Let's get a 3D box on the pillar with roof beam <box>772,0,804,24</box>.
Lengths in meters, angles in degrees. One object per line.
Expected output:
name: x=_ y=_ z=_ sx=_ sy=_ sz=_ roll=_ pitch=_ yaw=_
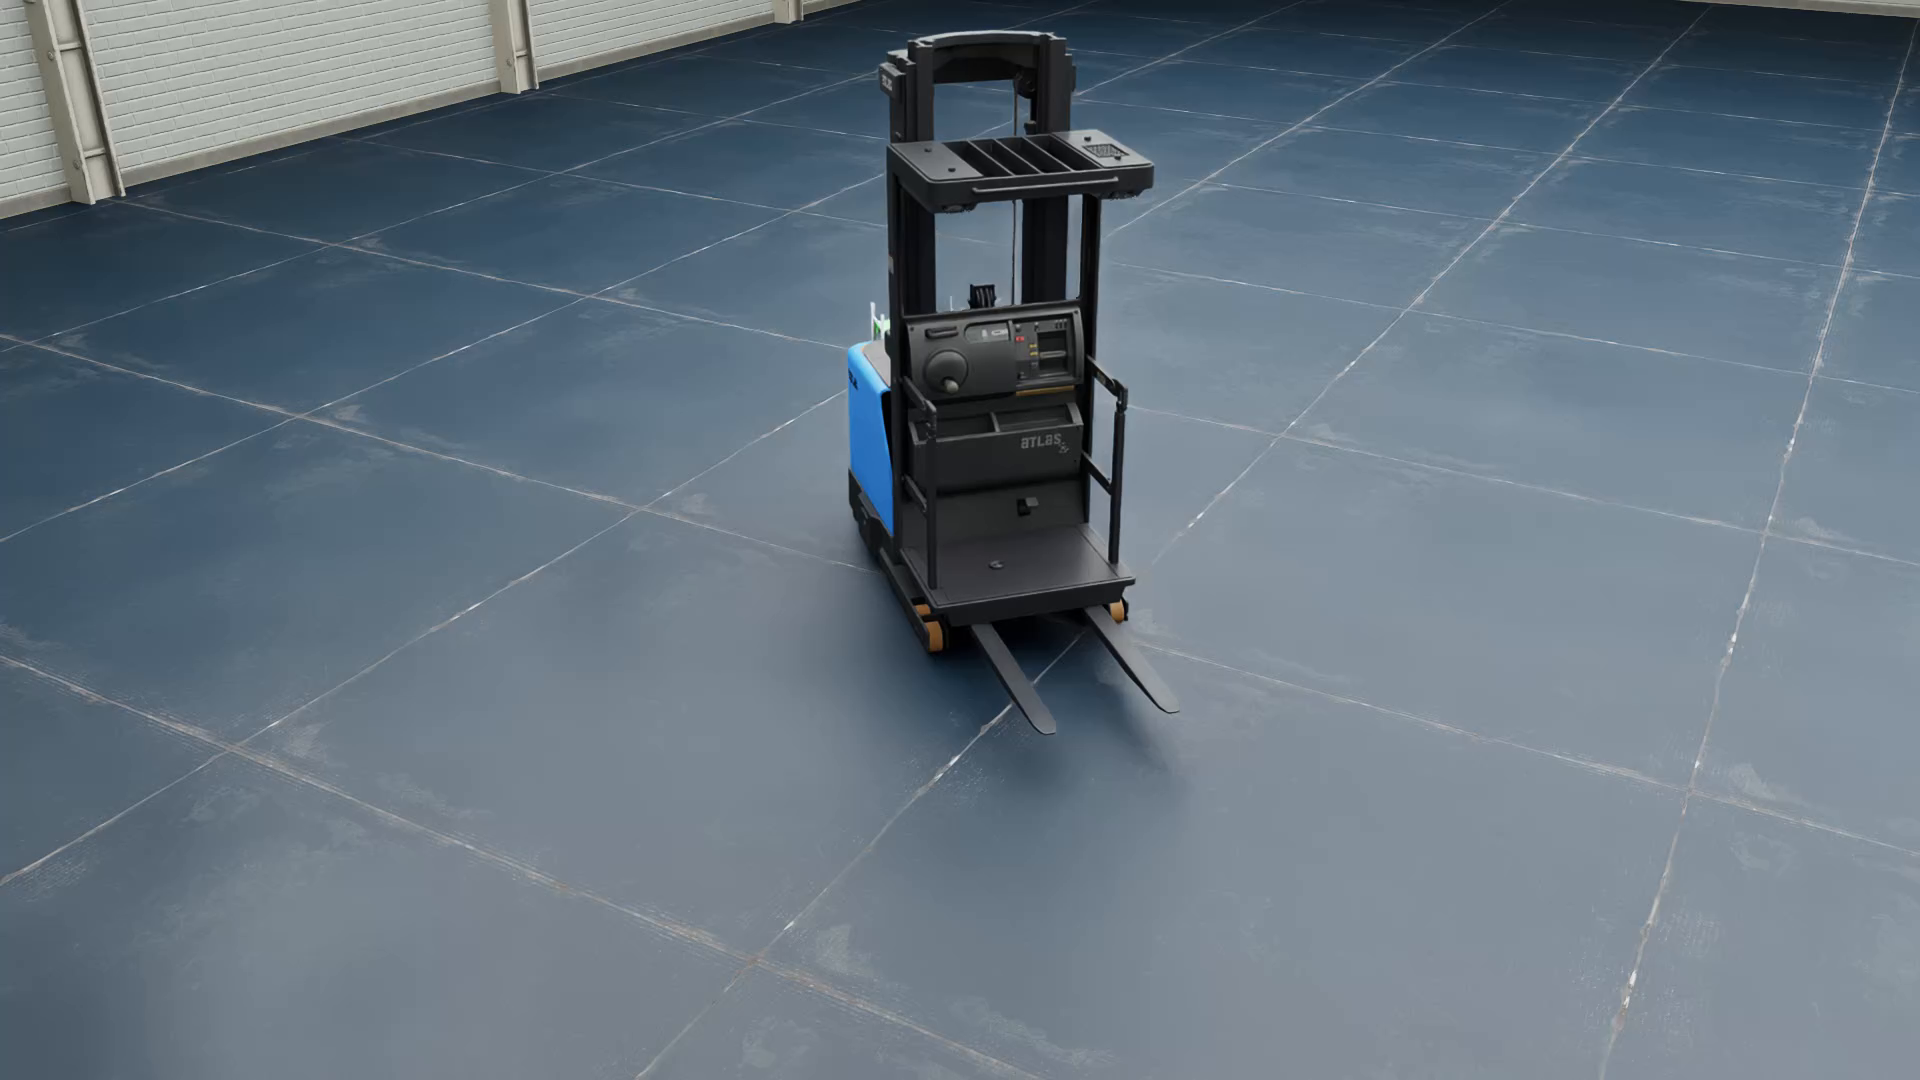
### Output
pillar with roof beam: x=1.075 y=-11.160 z=21.992 sx=9.100 sy=9.000 sz=0.400 roll=14 pitch=30 yaw=26

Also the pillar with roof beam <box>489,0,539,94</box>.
pillar with roof beam: x=-1.876 y=-8.822 z=17.321 sx=9.100 sy=9.000 sz=0.400 roll=14 pitch=30 yaw=26

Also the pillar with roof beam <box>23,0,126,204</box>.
pillar with roof beam: x=-4.828 y=-6.484 z=12.650 sx=9.100 sy=9.000 sz=0.400 roll=14 pitch=30 yaw=26

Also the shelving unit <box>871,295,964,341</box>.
shelving unit: x=-0.253 y=-0.858 z=10.124 sx=0.503 sy=1.200 sz=0.258 roll=-8 pitch=28 yaw=-16

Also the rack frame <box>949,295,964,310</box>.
rack frame: x=-0.021 y=-0.891 z=10.190 sx=0.015 sy=1.200 sz=0.240 roll=-8 pitch=28 yaw=-16

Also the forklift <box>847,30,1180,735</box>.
forklift: x=0.252 y=-0.925 z=8.324 sx=1.130 sy=2.935 sz=3.031 roll=-8 pitch=28 yaw=-15

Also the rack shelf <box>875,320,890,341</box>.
rack shelf: x=-0.253 y=-1.231 z=9.938 sx=0.480 sy=0.148 sz=0.258 roll=-8 pitch=28 yaw=-16

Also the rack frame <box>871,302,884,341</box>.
rack frame: x=-0.486 y=-0.825 z=10.058 sx=0.015 sy=1.200 sz=0.240 roll=-8 pitch=28 yaw=-16
